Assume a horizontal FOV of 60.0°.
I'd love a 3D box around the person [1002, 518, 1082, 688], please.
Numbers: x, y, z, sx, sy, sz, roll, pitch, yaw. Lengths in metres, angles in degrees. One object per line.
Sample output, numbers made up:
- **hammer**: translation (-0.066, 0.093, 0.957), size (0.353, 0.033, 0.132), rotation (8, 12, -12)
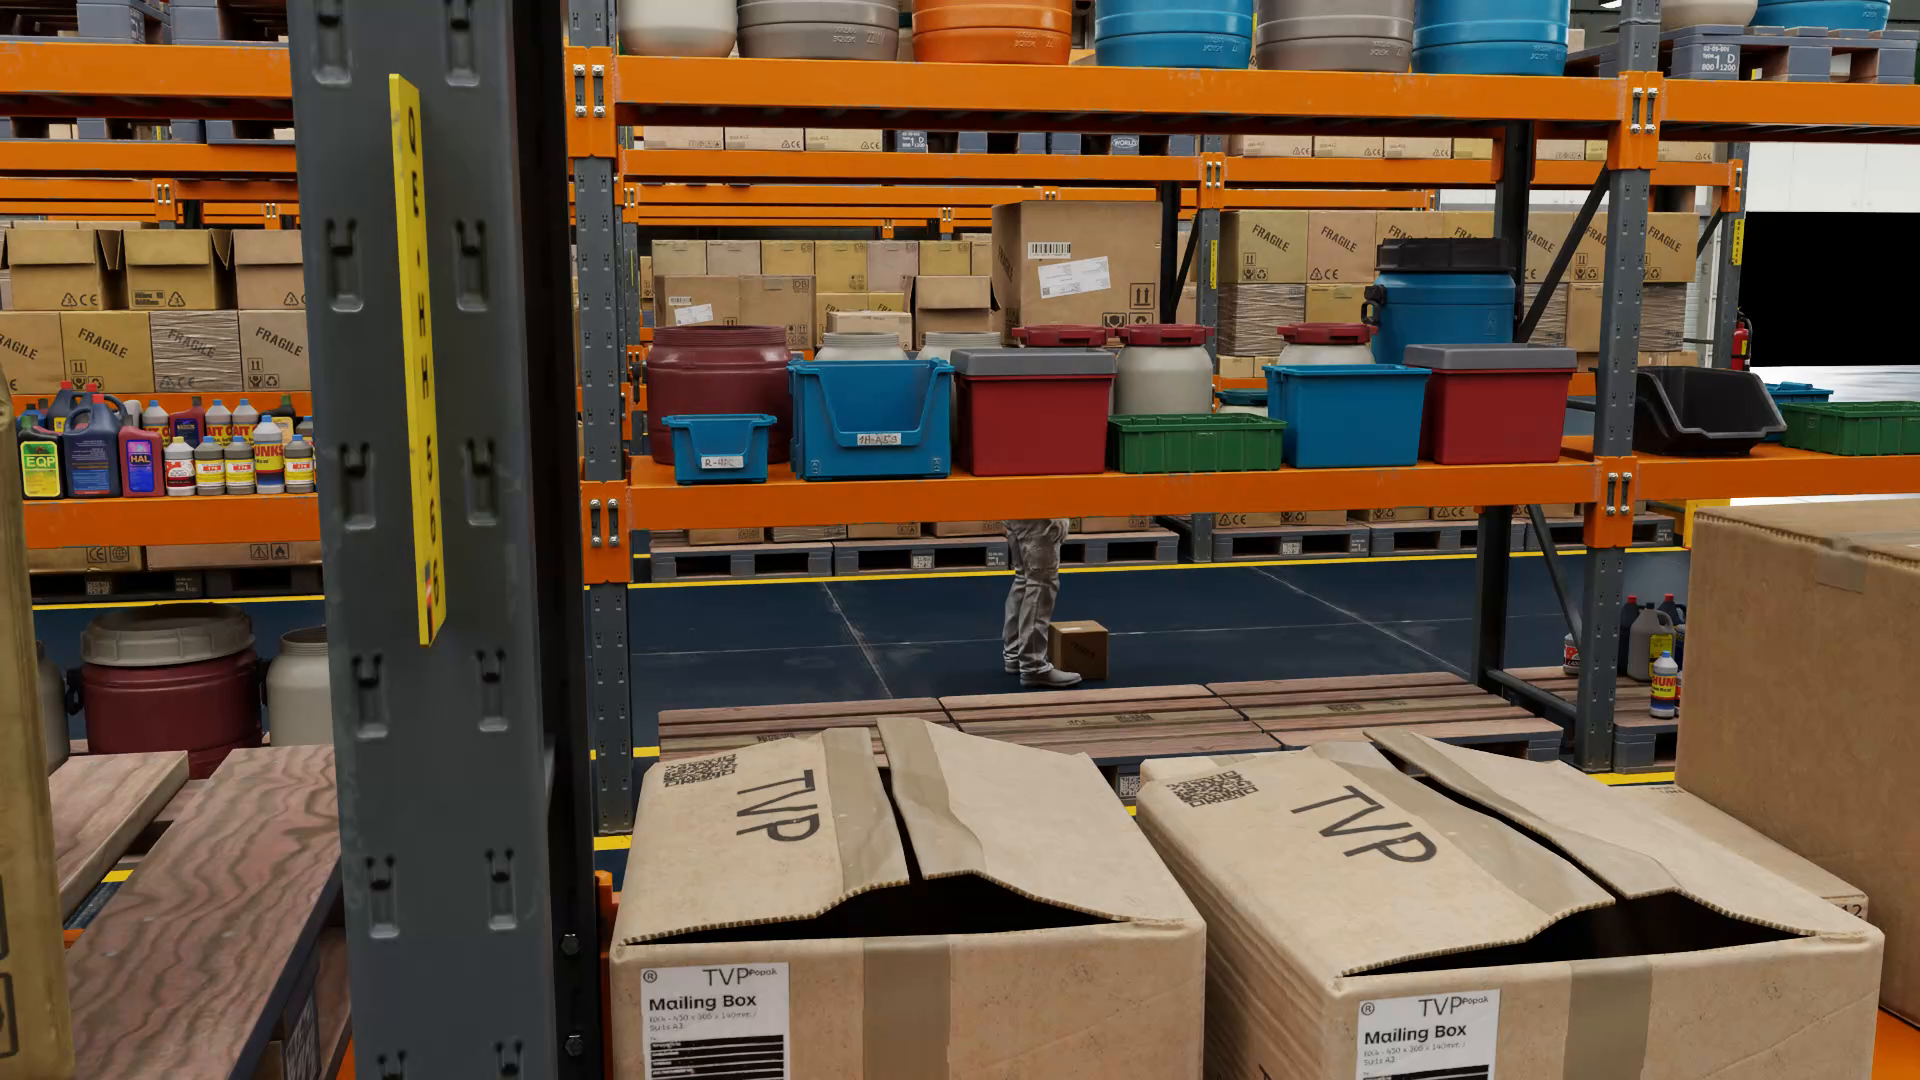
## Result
- **person**: translation (0.380, -0.176, 8.401), size (0.444, 1.775, 0.629), rotation (-2, 10, -14)
